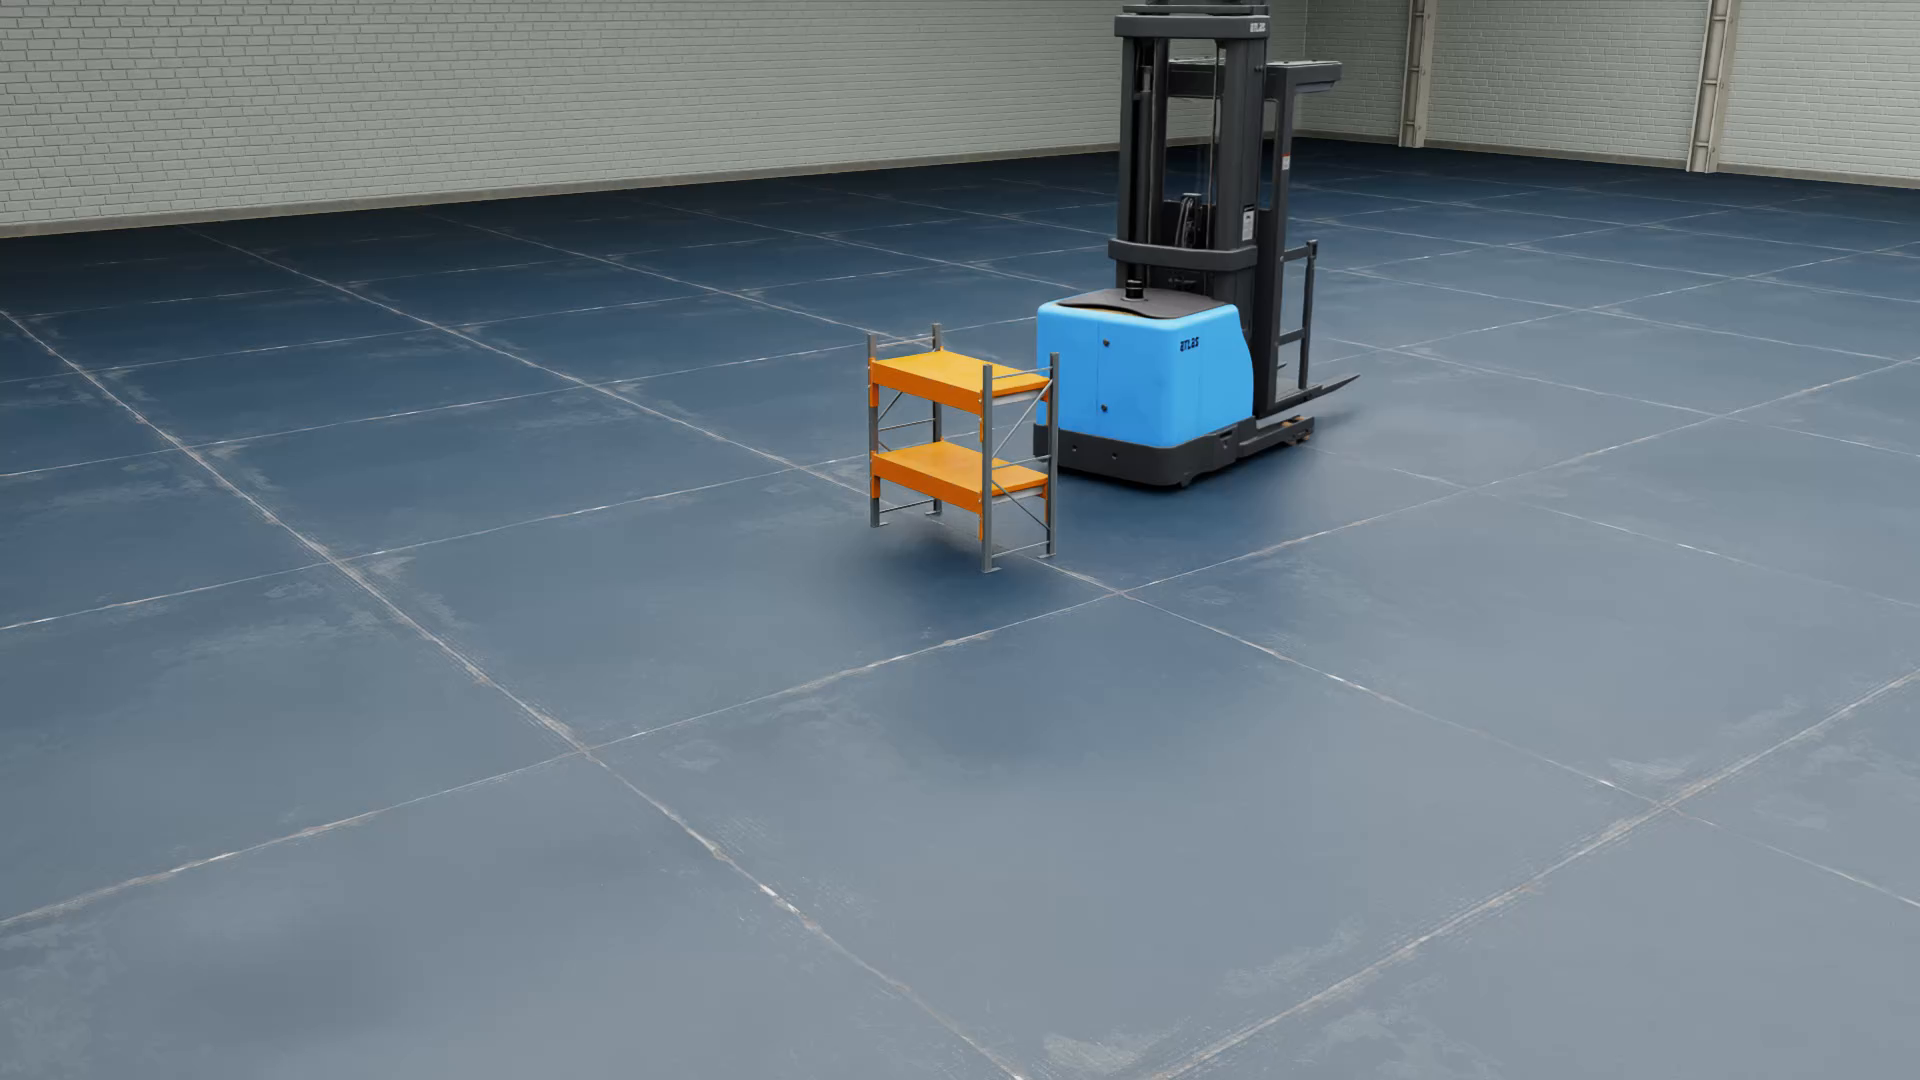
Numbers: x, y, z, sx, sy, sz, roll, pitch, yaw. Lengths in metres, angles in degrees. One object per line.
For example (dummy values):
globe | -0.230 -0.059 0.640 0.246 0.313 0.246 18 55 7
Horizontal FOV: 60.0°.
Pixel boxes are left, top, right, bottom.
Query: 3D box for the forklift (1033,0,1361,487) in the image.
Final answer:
forklift | 1.782 -2.113 11.080 1.130 2.935 3.031 14 23 36

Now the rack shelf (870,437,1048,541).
rack shelf | 0.004 -0.300 9.258 0.538 0.278 1.000 -14 23 -36

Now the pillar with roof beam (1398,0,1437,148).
pillar with roof beam | 5.521 -11.185 28.826 9.100 9.000 0.400 -14 23 -36

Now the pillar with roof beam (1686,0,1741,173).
pillar with roof beam | 9.247 -9.707 24.361 9.100 9.000 0.400 -14 23 -36

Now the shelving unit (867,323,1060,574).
shelving unit | 0.004 -0.532 9.181 0.538 1.125 1.048 -14 23 -36

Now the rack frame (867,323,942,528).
rack frame | -0.311 -0.658 9.559 0.500 1.125 0.032 -14 23 -36

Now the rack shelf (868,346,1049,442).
rack shelf | 0.004 -0.810 9.089 0.538 0.278 1.000 -14 23 -36

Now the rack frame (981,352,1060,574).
rack frame | 0.320 -0.407 8.802 0.500 1.125 0.032 -14 23 -36
